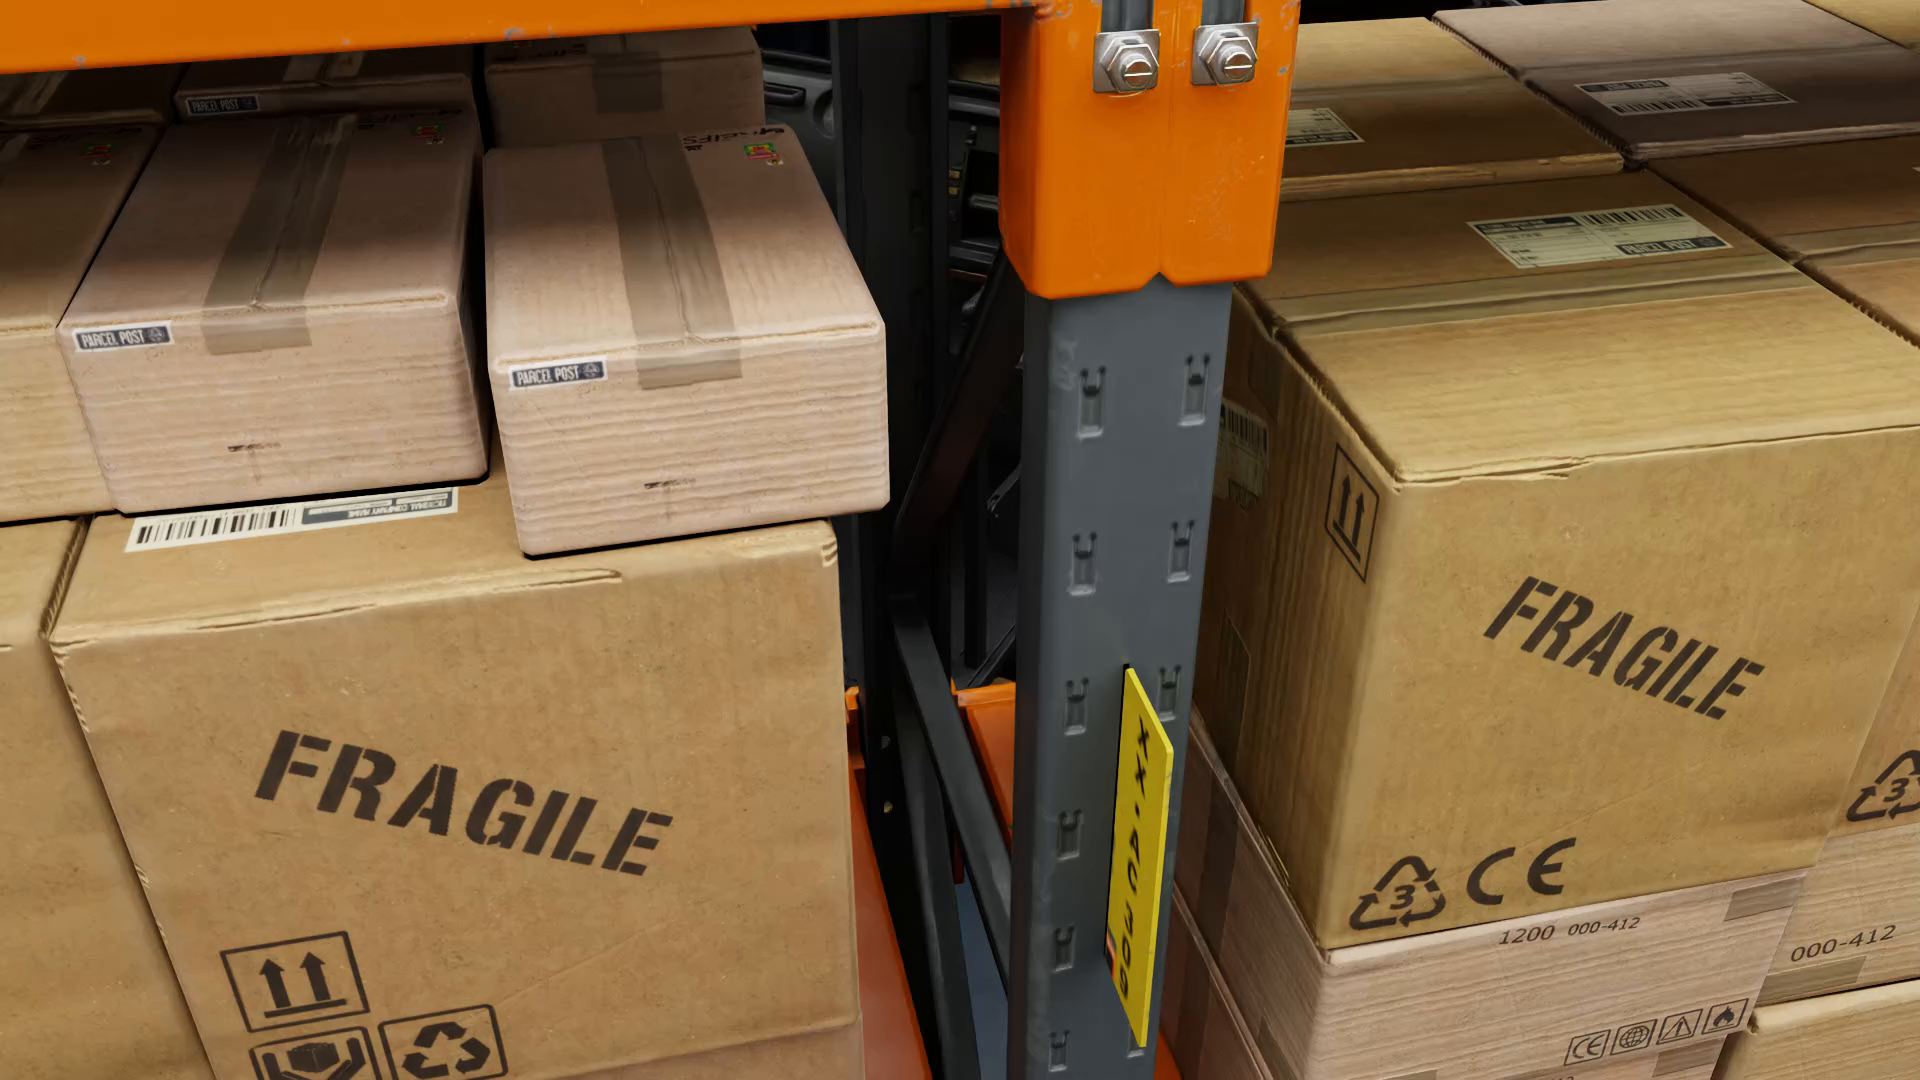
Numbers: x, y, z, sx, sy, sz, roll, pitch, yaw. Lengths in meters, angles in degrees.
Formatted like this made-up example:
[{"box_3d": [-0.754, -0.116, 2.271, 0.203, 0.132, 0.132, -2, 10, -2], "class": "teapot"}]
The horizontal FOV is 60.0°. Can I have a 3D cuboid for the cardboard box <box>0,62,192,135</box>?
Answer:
[{"box_3d": [-0.835, -0.384, 1.561, 0.250, 0.149, 0.380, -8, 35, -11], "class": "cardboard box"}]

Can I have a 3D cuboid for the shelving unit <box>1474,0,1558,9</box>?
[{"box_3d": [1.252, -1.129, 5.587, 1.083, 1.500, 0.587, -5, 34, -7], "class": "shelving unit"}]

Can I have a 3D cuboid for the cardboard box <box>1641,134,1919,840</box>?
[{"box_3d": [0.999, -0.082, 1.694, 0.500, 0.500, 0.500, -7, 35, -11], "class": "cardboard box"}]

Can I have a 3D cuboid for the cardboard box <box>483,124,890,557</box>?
[{"box_3d": [-0.214, -0.165, 1.235, 0.250, 0.149, 0.380, -8, 35, -12], "class": "cardboard box"}]

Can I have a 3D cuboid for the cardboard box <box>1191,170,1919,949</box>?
[{"box_3d": [0.509, -0.005, 1.578, 0.500, 0.500, 0.500, -7, 34, -10], "class": "cardboard box"}]

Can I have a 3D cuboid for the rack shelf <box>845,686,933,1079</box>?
[{"box_3d": [-1.934, 0.894, 1.871, 4.000, 0.370, 1.077, -7, 35, -11], "class": "rack shelf"}]

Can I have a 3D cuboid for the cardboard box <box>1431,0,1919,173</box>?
[{"box_3d": [0.900, -0.366, 2.116, 0.500, 0.500, 0.500, -7, 34, -10], "class": "cardboard box"}]

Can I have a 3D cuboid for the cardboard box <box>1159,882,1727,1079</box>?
[{"box_3d": [0.504, 0.501, 1.945, 0.500, 0.250, 0.500, -8, 35, -12], "class": "cardboard box"}]

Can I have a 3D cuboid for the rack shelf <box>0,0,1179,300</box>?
[{"box_3d": [-1.934, -0.351, 1.035, 4.000, 0.370, 1.077, -7, 35, -11], "class": "rack shelf"}]

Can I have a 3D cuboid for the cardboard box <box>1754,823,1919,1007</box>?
[{"box_3d": [1.010, 0.224, 1.910, 0.500, 0.250, 0.500, -7, 34, -10], "class": "cardboard box"}]

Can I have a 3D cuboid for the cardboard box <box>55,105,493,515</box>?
[{"box_3d": [-0.495, -0.192, 1.275, 0.250, 0.149, 0.380, -6, 34, -9], "class": "cardboard box"}]

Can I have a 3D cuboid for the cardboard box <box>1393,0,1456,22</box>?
[{"box_3d": [1.977, -2.332, 7.318, 0.250, 0.149, 0.380, -6, 34, -9], "class": "cardboard box"}]

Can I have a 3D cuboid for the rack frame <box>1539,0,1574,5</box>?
[{"box_3d": [2.819, -2.839, 6.789, 0.127, 3.000, 1.000, -7, 35, -11], "class": "rack frame"}]

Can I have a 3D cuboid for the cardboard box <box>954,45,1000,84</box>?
[{"box_3d": [0.091, -1.808, 6.536, 0.250, 0.149, 0.380, -8, 35, -11], "class": "cardboard box"}]

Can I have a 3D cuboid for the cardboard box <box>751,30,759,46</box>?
[{"box_3d": [-0.687, -1.809, 6.271, 0.250, 0.149, 0.380, -8, 35, -11], "class": "cardboard box"}]

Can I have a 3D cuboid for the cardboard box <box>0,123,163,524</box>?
[{"box_3d": [-0.740, -0.167, 1.237, 0.250, 0.149, 0.380, -7, 35, -10], "class": "cardboard box"}]

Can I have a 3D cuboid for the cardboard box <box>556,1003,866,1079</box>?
[{"box_3d": [-0.380, 0.504, 1.717, 0.500, 0.500, 0.500, -7, 34, -10], "class": "cardboard box"}]

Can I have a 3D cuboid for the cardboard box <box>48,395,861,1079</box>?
[{"box_3d": [-0.383, 0.101, 1.420, 0.500, 0.500, 0.500, -7, 35, -11], "class": "cardboard box"}]

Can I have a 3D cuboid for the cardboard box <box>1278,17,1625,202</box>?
[{"box_3d": [0.397, -0.298, 2.016, 0.500, 0.500, 0.500, -6, 34, -9], "class": "cardboard box"}]

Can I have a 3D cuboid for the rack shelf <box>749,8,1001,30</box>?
[{"box_3d": [0.868, -2.295, 6.623, 4.000, 0.370, 1.077, -7, 35, -11], "class": "rack shelf"}]

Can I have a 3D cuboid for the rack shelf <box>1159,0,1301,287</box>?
[{"box_3d": [1.967, -0.843, 1.768, 4.000, 0.370, 1.077, -7, 35, -11], "class": "rack shelf"}]

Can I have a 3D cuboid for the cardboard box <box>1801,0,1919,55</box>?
[{"box_3d": [1.399, -0.418, 2.193, 0.500, 0.500, 0.500, -6, 34, -9], "class": "cardboard box"}]

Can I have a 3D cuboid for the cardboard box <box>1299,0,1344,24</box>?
[{"box_3d": [1.466, -2.275, 7.233, 0.250, 0.149, 0.380, -9, 35, -13], "class": "cardboard box"}]

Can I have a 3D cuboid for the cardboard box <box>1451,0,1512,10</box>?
[{"box_3d": [2.242, -2.350, 7.345, 0.250, 0.149, 0.380, -5, 34, -8], "class": "cardboard box"}]

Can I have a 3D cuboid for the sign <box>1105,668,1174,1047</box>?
[{"box_3d": [0.140, 0.259, 1.324, 0.005, 0.325, 0.100, -7, 35, -11], "class": "sign"}]

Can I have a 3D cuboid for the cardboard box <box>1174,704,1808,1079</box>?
[{"box_3d": [0.508, 0.304, 1.792, 0.500, 0.250, 0.500, -8, 35, -12], "class": "cardboard box"}]

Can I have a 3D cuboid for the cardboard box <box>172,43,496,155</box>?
[{"box_3d": [-0.595, -0.438, 1.642, 0.250, 0.149, 0.380, -7, 34, -10], "class": "cardboard box"}]

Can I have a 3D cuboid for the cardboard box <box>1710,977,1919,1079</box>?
[{"box_3d": [1.008, 0.437, 2.041, 0.500, 0.250, 0.500, -8, 35, -12], "class": "cardboard box"}]

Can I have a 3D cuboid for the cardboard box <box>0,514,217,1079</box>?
[{"box_3d": [-0.880, 0.159, 1.334, 0.500, 0.500, 0.500, -8, 35, -11], "class": "cardboard box"}]

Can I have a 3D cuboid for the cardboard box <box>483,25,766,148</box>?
[{"box_3d": [-0.349, -0.479, 1.702, 0.250, 0.149, 0.380, -8, 35, -11], "class": "cardboard box"}]

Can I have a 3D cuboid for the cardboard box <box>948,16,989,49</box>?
[{"box_3d": [-0.052, -2.071, 6.928, 0.250, 0.149, 0.380, -9, 35, -13], "class": "cardboard box"}]

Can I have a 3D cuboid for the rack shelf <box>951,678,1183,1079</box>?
[{"box_3d": [1.967, 0.403, 2.604, 4.000, 0.370, 1.077, -7, 35, -11], "class": "rack shelf"}]

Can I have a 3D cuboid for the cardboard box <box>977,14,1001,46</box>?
[{"box_3d": [0.228, -2.075, 6.935, 0.250, 0.149, 0.380, -6, 34, -9], "class": "cardboard box"}]

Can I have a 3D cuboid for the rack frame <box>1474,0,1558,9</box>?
[{"box_3d": [1.764, -1.170, 5.648, 0.032, 1.500, 0.500, -5, 34, -7], "class": "rack frame"}]

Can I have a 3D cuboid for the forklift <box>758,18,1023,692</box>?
[{"box_3d": [-0.292, -0.867, 3.911, 1.130, 2.935, 3.031, 15, 37, 21], "class": "forklift"}]

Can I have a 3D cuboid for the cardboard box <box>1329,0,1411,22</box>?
[{"box_3d": [1.752, -2.258, 7.207, 0.250, 0.149, 0.380, -7, 34, -10], "class": "cardboard box"}]
